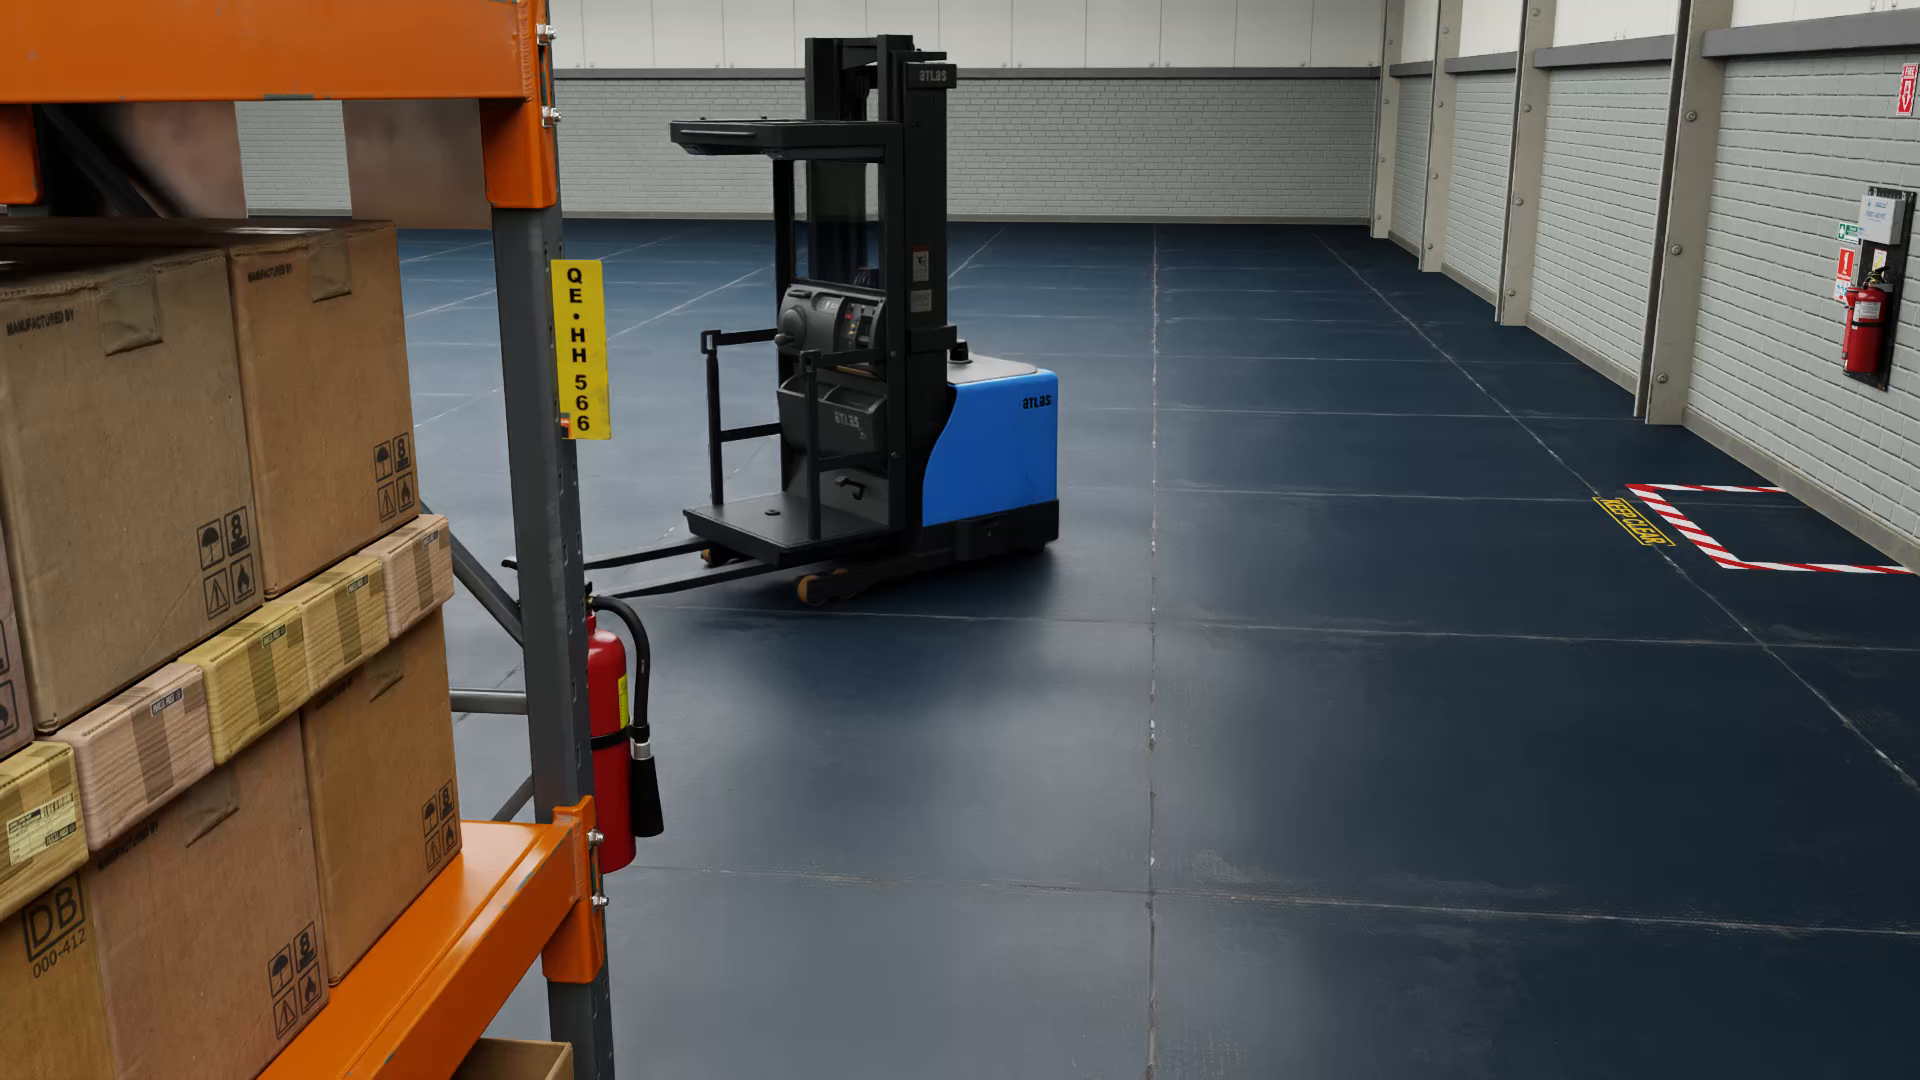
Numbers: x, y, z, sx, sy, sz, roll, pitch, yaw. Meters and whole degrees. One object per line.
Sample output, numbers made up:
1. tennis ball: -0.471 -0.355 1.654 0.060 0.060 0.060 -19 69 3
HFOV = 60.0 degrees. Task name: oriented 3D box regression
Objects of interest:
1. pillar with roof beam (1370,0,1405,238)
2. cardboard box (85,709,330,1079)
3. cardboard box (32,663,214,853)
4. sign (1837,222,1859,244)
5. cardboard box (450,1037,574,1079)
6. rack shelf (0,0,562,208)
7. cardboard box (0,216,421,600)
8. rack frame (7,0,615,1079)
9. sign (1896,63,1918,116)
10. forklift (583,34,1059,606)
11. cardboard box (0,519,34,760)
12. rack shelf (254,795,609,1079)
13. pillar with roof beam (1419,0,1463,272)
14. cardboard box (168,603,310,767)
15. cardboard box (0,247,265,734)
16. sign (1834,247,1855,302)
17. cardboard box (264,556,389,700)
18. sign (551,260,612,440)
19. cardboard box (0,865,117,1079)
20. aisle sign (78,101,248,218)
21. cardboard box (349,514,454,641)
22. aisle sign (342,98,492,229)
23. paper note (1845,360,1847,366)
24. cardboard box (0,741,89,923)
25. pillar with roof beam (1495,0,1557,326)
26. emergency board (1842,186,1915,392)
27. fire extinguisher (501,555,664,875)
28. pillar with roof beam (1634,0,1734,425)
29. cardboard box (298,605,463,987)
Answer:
1. pillar with roof beam: 3.585 -10.140 30.424 9.100 9.000 0.400 2 15 6
2. cardboard box: -1.346 0.520 2.301 0.700 0.500 0.500 2 15 8
3. cardboard box: -1.167 0.254 2.042 0.380 0.149 0.250 2 15 7
4. sign: 5.626 -1.945 10.526 0.001 0.109 0.331 2 15 6
5. cardboard box: -0.991 1.222 2.924 0.500 0.500 0.500 2 15 6
6. rack shelf: -1.452 -0.271 1.048 1.077 0.370 4.000 2 15 6
7. cardboard box: -1.297 -0.229 2.585 0.700 0.500 0.500 2 15 6
8. rack frame: -1.223 0.311 3.264 0.949 2.616 0.053 2 15 6
9. sign: 5.571 -2.651 9.778 0.001 0.298 0.199 2 15 6
10. forklift: -0.875 -1.218 9.050 3.031 2.935 1.130 -12 19 -37
11. cardboard box: -1.407 0.038 1.596 0.700 0.500 0.500 2 15 6
12. rack shelf: -1.452 1.177 1.440 1.077 0.370 4.000 2 15 6
13. pillar with roof beam: 2.908 -8.584 24.669 9.100 9.000 0.400 2 15 6
14. cardboard box: -1.137 0.189 2.283 0.380 0.149 0.250 1 15 5
15. cardboard box: -1.351 -0.092 2.080 0.700 0.500 0.500 1 15 5
16. sign: 5.636 -1.690 10.598 0.001 0.329 0.234 2 15 6
17. cardboard box: -1.108 0.123 2.528 0.380 0.149 0.250 2 15 8
18. sign: -0.688 -0.342 3.010 0.100 0.325 0.005 2 15 6
19. cardboard box: -1.408 0.649 1.825 0.700 0.500 0.500 2 15 7
20. aisle sign: -1.523 -0.970 3.021 0.394 0.787 0.004 2 15 6
21. cardboard box: -1.080 0.055 2.779 0.380 0.149 0.250 1 15 5
22. aisle sign: -0.927 -0.952 2.956 0.394 0.787 0.004 2 15 6
23. paper note: 5.559 -1.151 10.361 0.016 0.148 0.142 2 15 6
24. cardboard box: -1.197 0.322 1.790 0.380 0.149 0.250 2 15 8
25. pillar with roof beam: 2.231 -7.028 18.914 9.100 9.000 0.400 2 15 6
26. emergency board: 5.471 -1.533 10.084 0.194 1.169 0.643 2 15 6
27. fire extinguisher: -0.751 0.332 3.337 0.296 0.674 0.183 2 15 6
28. pillar with roof beam: 1.553 -5.472 13.159 9.100 9.000 0.400 2 15 6
29. cardboard box: -1.291 0.384 2.805 0.700 0.500 0.500 2 15 6
